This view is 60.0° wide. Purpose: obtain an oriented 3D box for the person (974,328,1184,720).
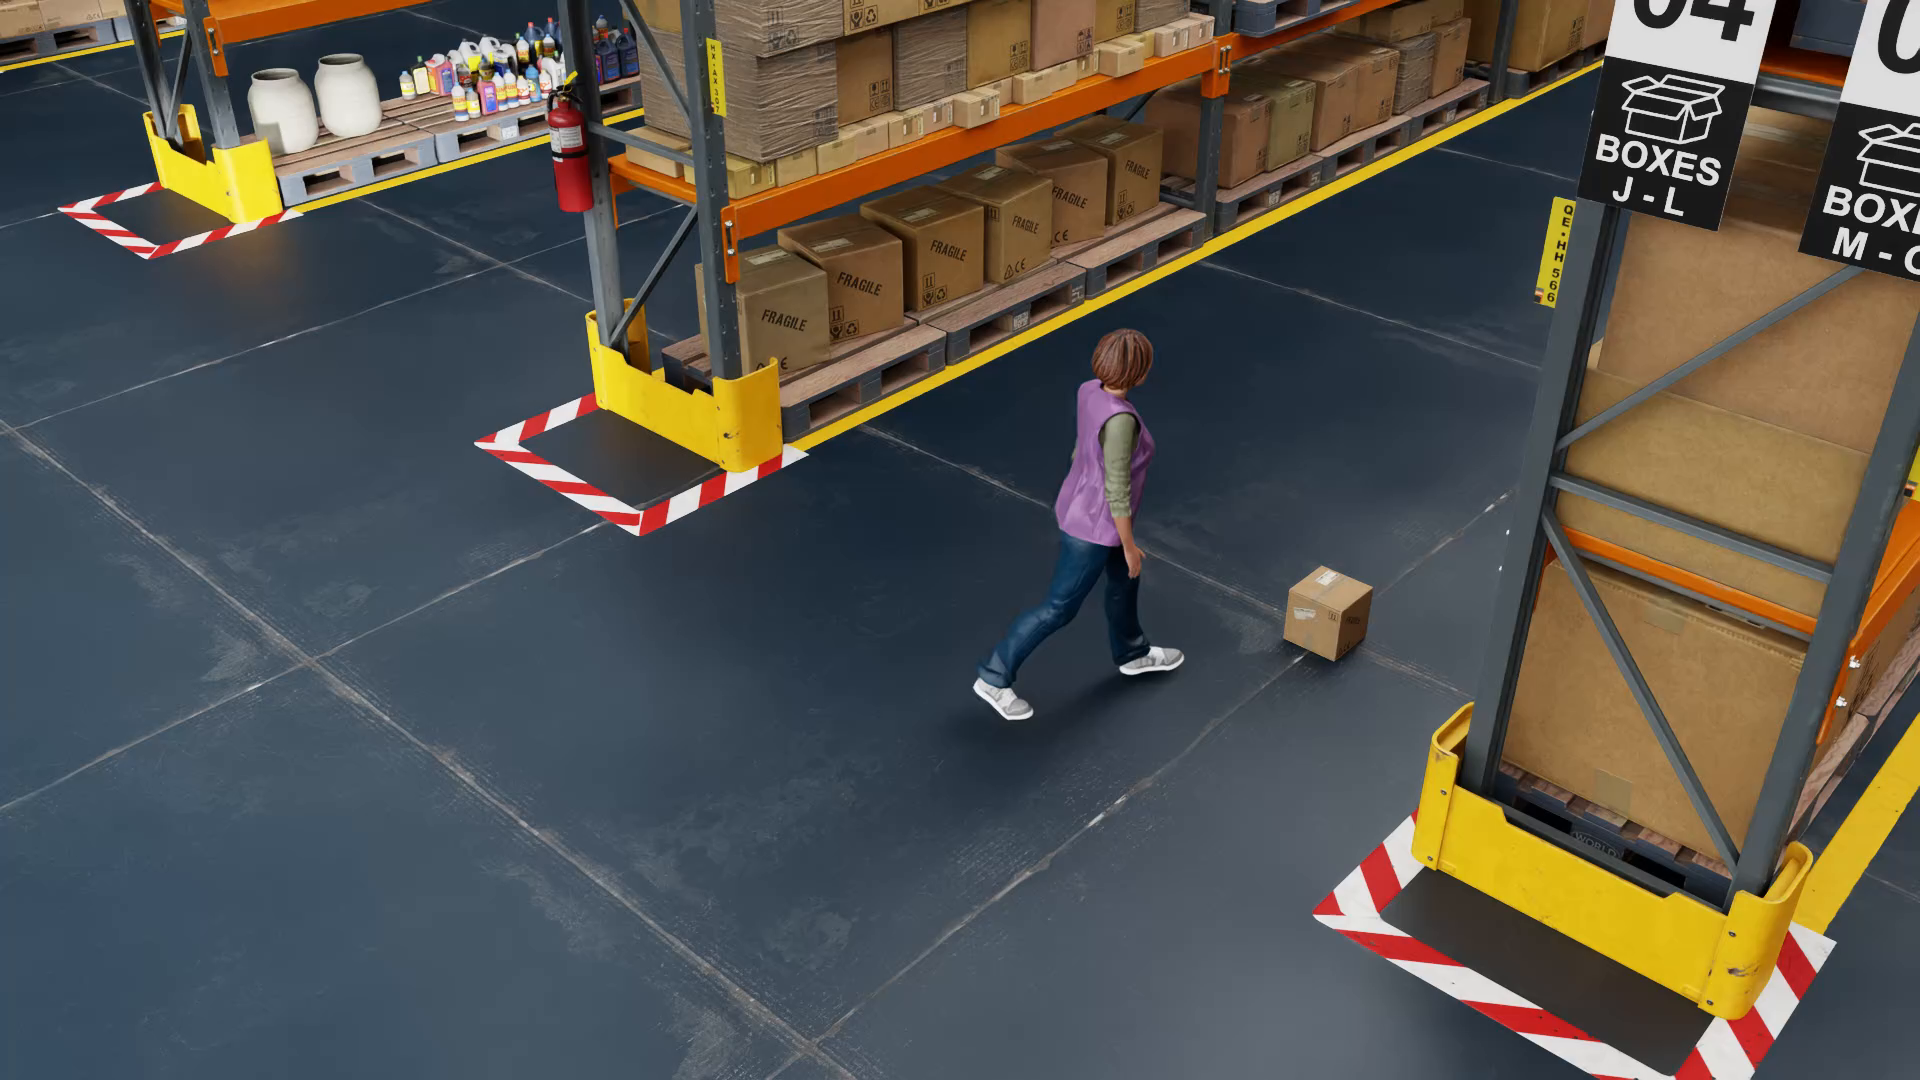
[{"bbox_3d":[0.486,-0.051,6.221,0.876,1.557,0.467,-2,32,-3],"label":"person"}]
